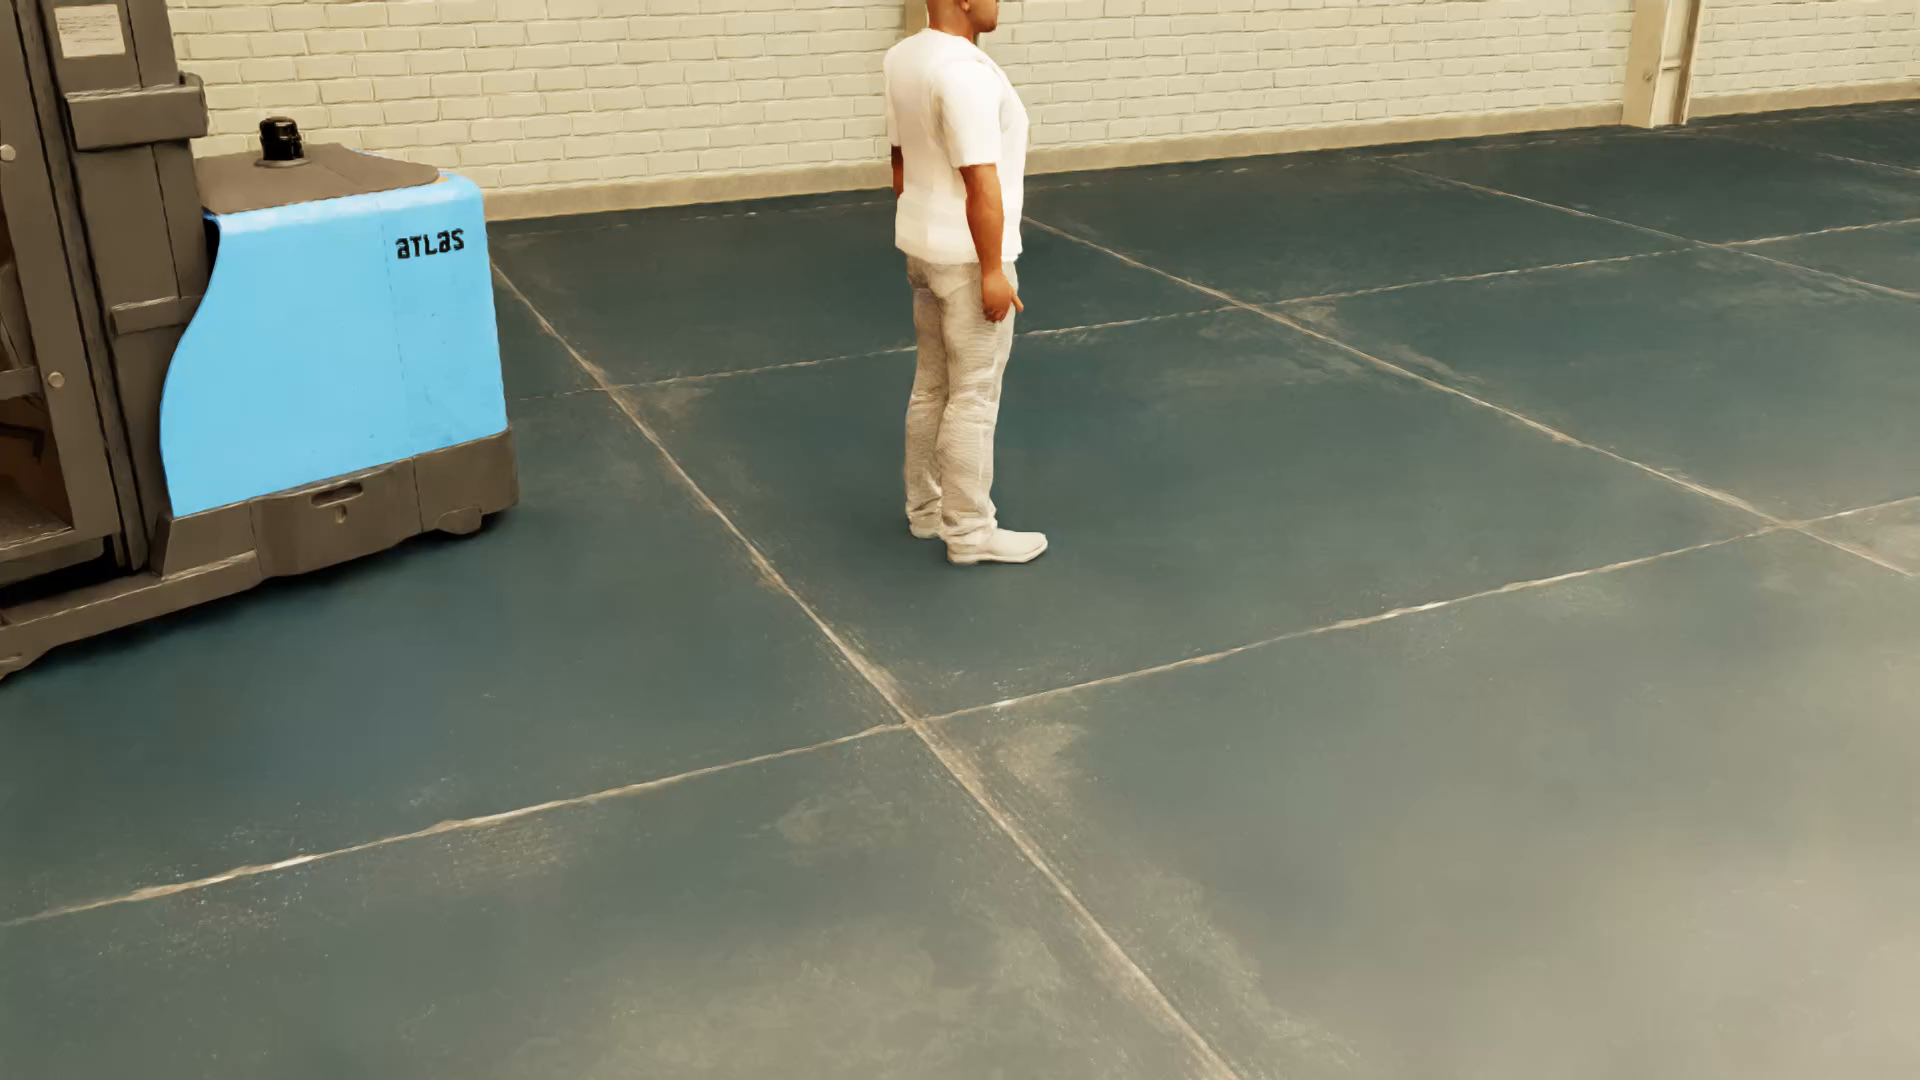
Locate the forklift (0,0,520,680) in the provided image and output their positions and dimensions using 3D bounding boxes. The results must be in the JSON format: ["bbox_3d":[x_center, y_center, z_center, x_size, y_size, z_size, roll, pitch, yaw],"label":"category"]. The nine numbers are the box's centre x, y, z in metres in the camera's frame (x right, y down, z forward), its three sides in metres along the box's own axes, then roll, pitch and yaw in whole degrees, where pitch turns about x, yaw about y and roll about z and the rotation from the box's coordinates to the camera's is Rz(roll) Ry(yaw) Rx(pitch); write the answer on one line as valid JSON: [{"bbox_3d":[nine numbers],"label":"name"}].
[{"bbox_3d":[-2.778,-1.140,4.030,1.130,2.935,3.031,21,30,41],"label":"forklift"}]

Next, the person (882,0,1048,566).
[{"bbox_3d":[0.011,-0.819,4.774,0.367,1.771,0.559,-10,25,-23],"label":"person"}]
